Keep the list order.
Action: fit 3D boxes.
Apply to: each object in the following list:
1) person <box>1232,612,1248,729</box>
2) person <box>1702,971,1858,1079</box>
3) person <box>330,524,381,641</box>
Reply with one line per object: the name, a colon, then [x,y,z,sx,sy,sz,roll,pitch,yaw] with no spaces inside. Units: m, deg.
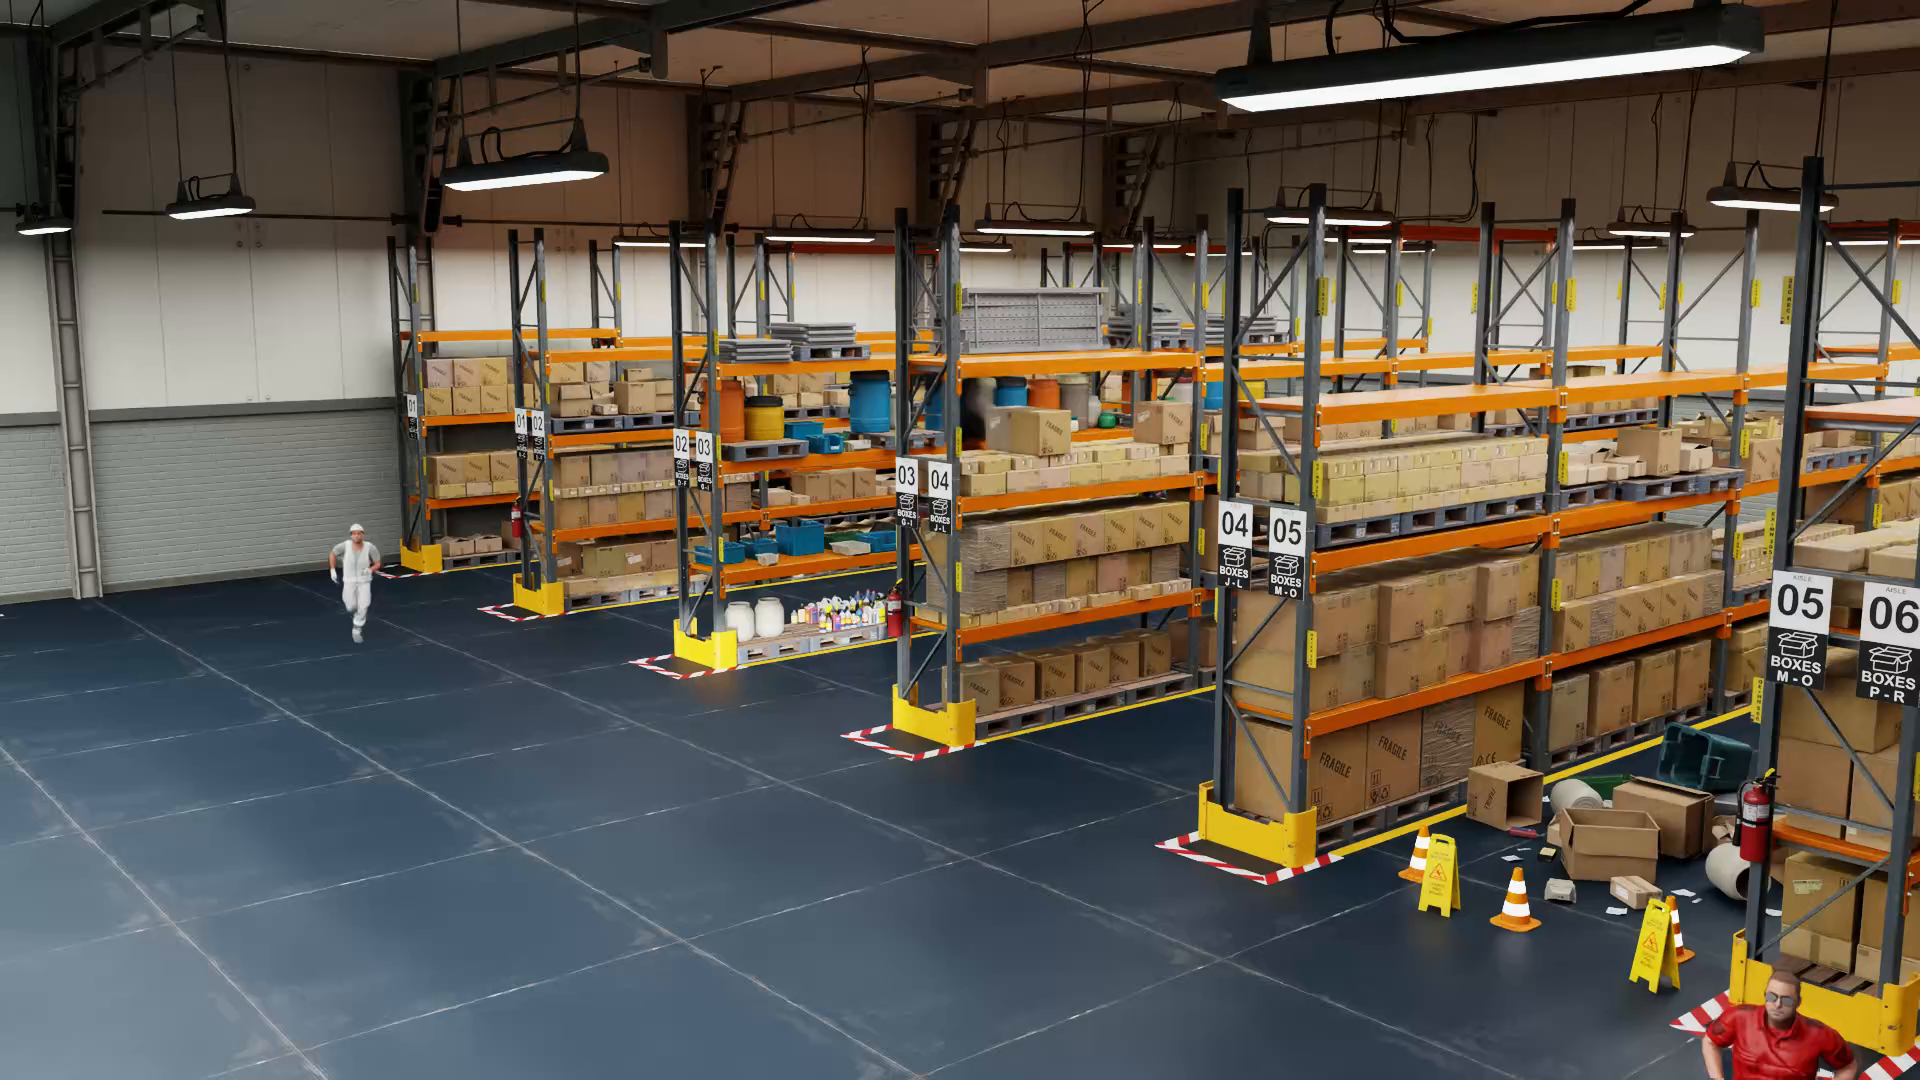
person: [3.047,1.612,17.807,0.698,1.735,0.640,-7,11,-39]
person: [4.265,3.043,8.720,0.728,1.741,0.841,4,9,22]
person: [-8.757,0.625,24.105,0.709,1.728,0.668,-3,9,-16]
